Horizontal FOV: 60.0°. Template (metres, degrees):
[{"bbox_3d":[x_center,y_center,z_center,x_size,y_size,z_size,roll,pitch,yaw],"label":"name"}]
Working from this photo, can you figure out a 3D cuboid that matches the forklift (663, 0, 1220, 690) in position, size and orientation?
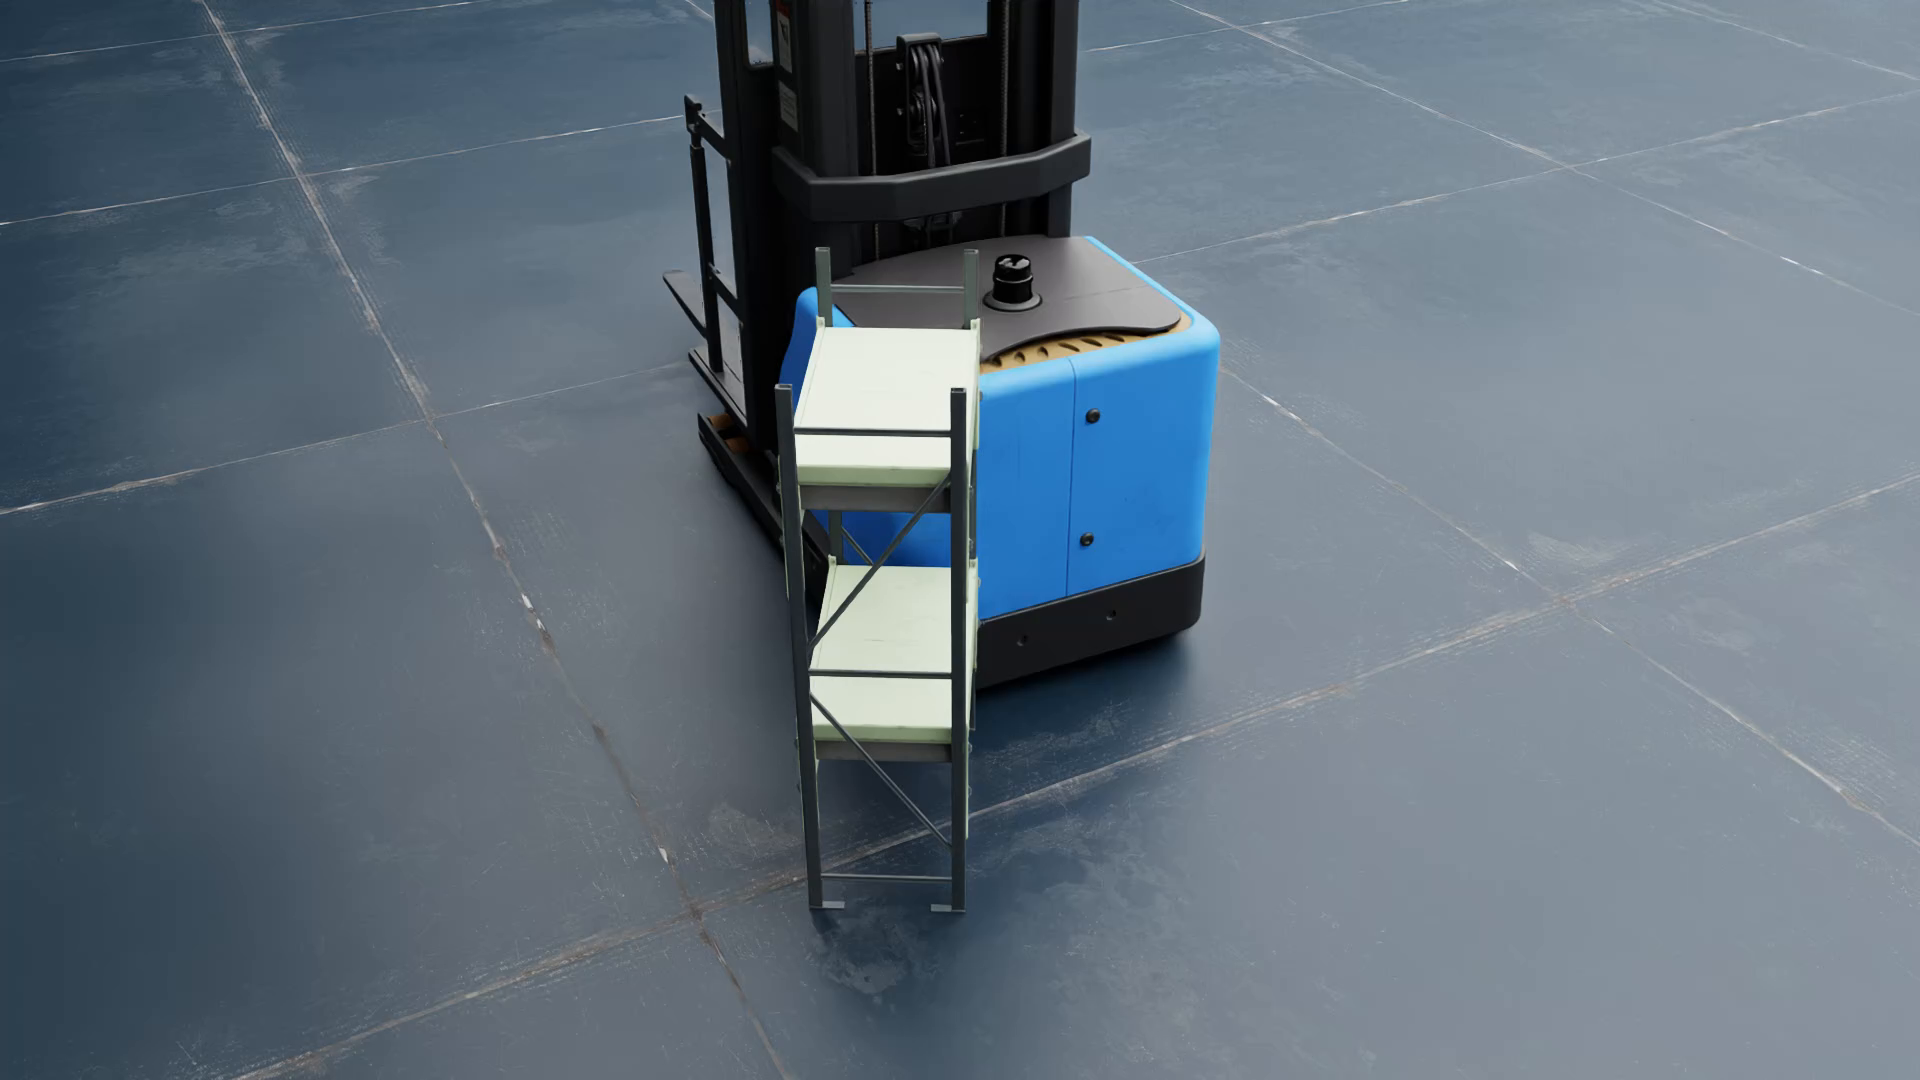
[{"bbox_3d":[-0.325,-1.537,5.432,1.130,2.935,3.031,-14,35,-21],"label":"forklift"}]

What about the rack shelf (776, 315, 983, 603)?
[{"bbox_3d":[-0.171,-0.211,3.965,0.431,0.370,0.720,1,33,2],"label":"rack shelf"}]

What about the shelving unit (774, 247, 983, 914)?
[{"bbox_3d":[-0.171,0.118,4.176,0.431,1.500,0.755,1,33,2],"label":"shelving unit"}]

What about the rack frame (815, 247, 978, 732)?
[{"bbox_3d":[-0.156,-0.079,4.484,0.400,1.500,0.023,1,33,2],"label":"rack frame"}]

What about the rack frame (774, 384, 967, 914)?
[{"bbox_3d":[-0.186,0.315,3.868,0.400,1.500,0.023,1,33,2],"label":"rack frame"}]

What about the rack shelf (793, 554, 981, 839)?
[{"bbox_3d":[-0.171,0.392,4.352,0.431,0.370,0.720,1,33,2],"label":"rack shelf"}]
